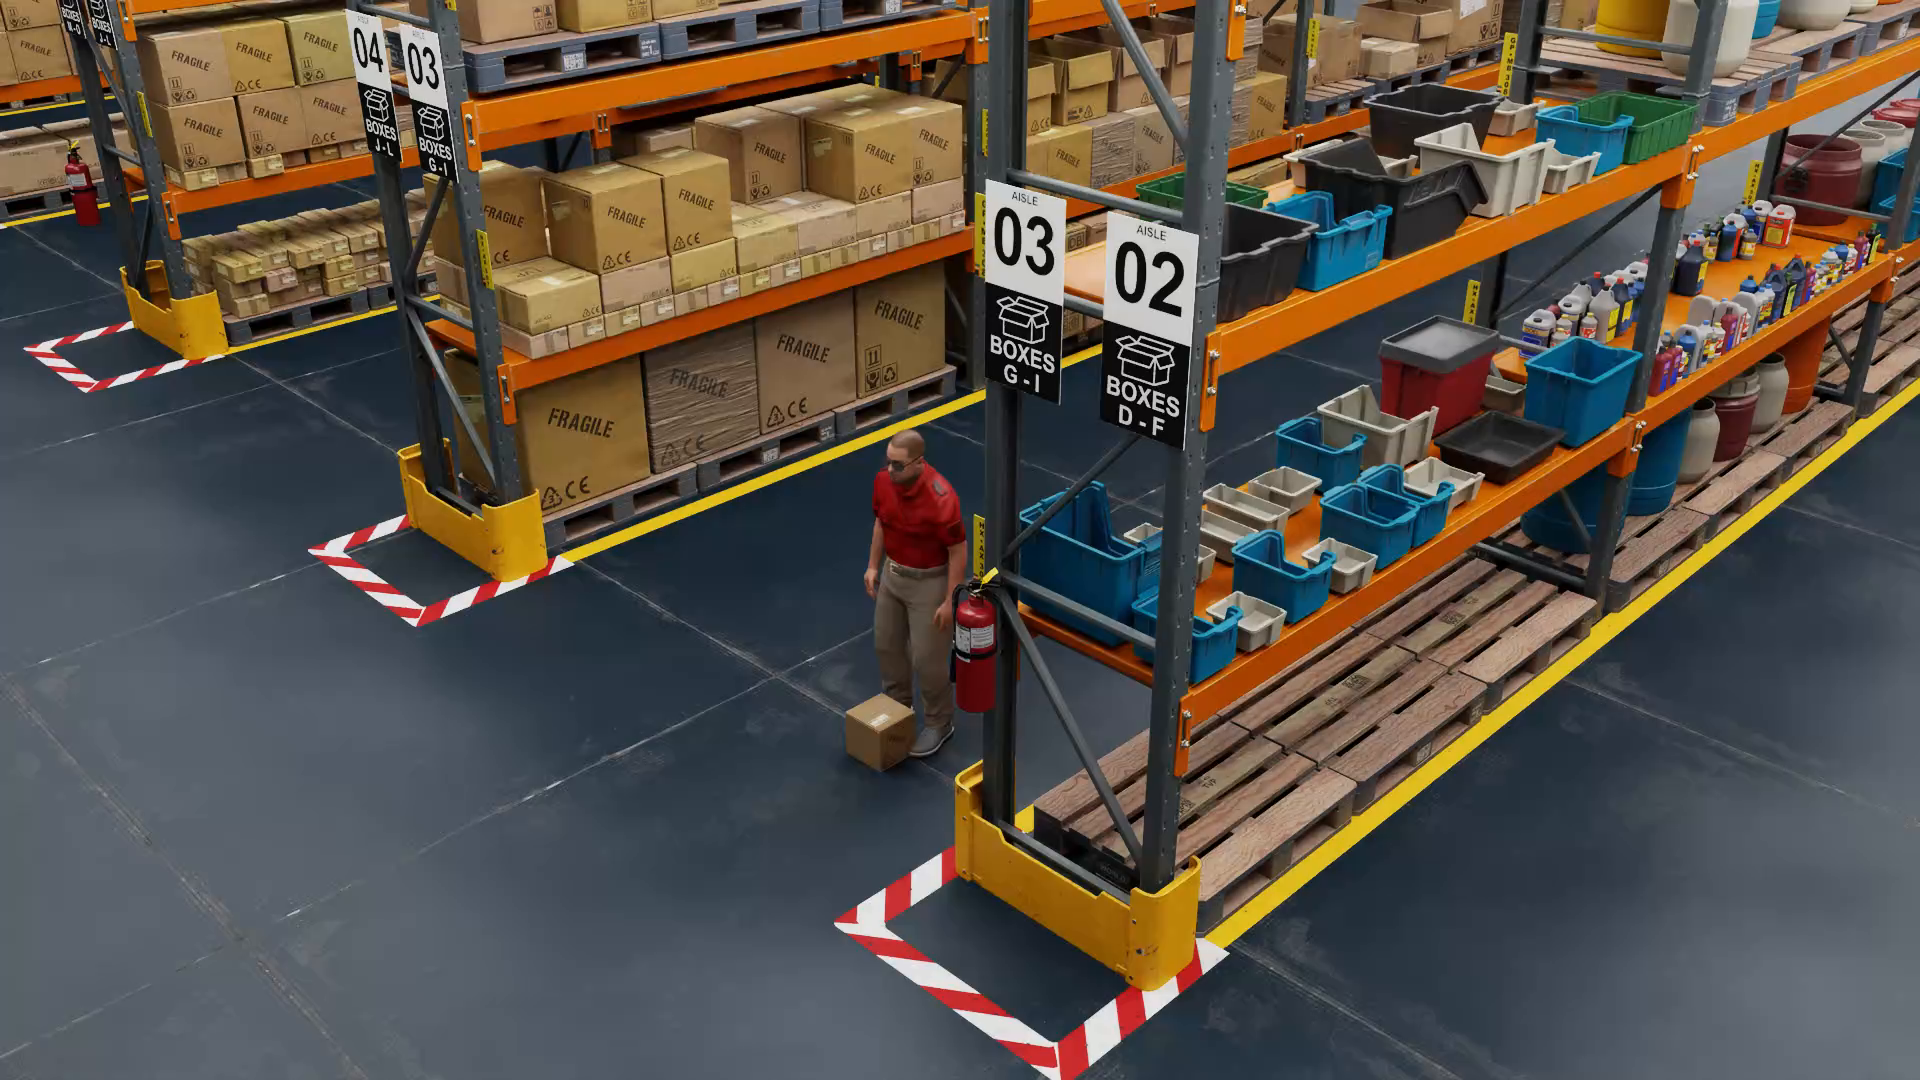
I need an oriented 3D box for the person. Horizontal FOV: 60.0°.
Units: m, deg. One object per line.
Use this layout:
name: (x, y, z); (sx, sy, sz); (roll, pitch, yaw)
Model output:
person: (-0.223, 0.229, 8.196); (0.594, 1.727, 0.386); (24, 36, 37)
